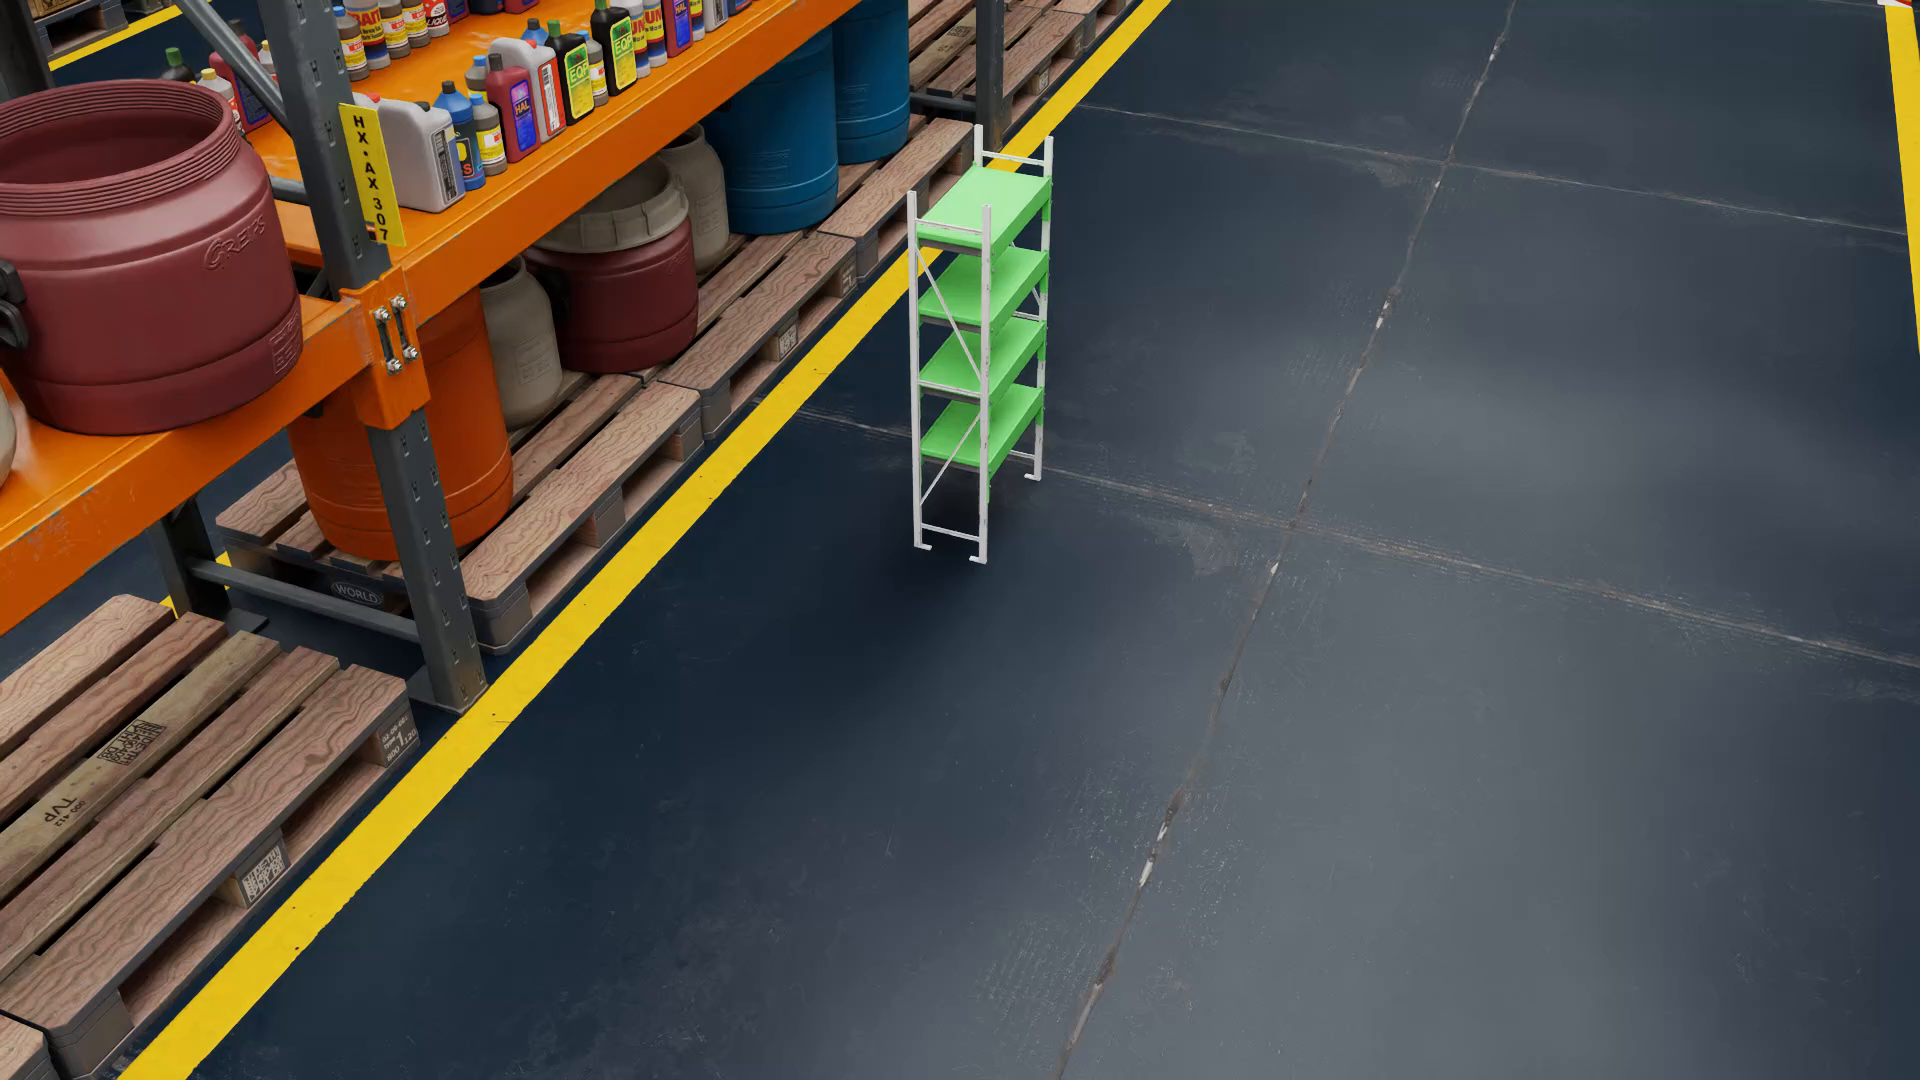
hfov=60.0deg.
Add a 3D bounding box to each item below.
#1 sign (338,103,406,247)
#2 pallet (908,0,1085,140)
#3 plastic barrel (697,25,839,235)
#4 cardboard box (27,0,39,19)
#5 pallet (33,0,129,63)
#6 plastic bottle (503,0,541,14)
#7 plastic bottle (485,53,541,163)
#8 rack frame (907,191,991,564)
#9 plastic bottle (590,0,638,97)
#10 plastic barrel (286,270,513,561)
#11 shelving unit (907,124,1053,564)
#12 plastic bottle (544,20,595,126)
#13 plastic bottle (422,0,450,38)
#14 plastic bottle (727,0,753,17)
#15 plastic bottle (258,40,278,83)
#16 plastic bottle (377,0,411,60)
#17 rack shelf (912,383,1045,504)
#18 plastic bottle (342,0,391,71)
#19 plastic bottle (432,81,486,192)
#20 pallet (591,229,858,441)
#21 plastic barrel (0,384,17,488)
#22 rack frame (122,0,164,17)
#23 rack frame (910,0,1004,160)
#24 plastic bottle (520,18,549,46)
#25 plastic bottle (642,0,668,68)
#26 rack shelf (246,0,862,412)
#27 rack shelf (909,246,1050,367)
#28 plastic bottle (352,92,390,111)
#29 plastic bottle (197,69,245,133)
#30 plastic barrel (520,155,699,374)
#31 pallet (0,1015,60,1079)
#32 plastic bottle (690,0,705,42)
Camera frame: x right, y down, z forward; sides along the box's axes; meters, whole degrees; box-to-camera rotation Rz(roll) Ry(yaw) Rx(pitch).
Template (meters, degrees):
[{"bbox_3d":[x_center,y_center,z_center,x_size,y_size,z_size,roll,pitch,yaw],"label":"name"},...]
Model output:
[{"bbox_3d":[-1.301,-0.805,3.685,0.100,0.325,0.005,14,39,18],"label":"sign"},{"bbox_3d":[-0.047,-2.375,8.251,1.003,0.211,1.213,14,39,18],"label":"pallet"},{"bbox_3d":[-0.783,-1.714,6.439,0.600,0.901,0.708,14,39,18],"label":"plastic barrel"},{"bbox_3d":[-4.989,-2.771,8.172,0.500,0.500,0.500,14,39,18],"label":"cardboard box"},{"bbox_3d":[-5.144,-2.630,8.592,1.003,0.211,1.213,14,39,18],"label":"pallet"},{"bbox_3d":[-1.415,-1.838,5.300,0.061,0.283,0.133,14,39,18],"label":"plastic bottle"},{"bbox_3d":[-1.182,-1.152,4.383,0.061,0.283,0.133,14,39,18],"label":"plastic bottle"},{"bbox_3d":[-0.030,-0.437,4.833,0.240,1.200,0.015,14,39,18],"label":"rack frame"},{"bbox_3d":[-0.992,-1.428,4.752,0.061,0.283,0.133,14,39,18],"label":"plastic bottle"},{"bbox_3d":[-1.642,-0.435,4.788,0.600,0.830,0.708,14,39,18],"label":"plastic barrel"},{"bbox_3d":[0.063,-0.572,5.013,0.258,1.200,0.503,14,39,18],"label":"shelving unit"},{"bbox_3d":[-1.080,-1.300,4.581,0.061,0.283,0.133,14,39,18],"label":"plastic bottle"},{"bbox_3d":[-1.645,-1.667,5.141,0.097,0.201,0.097,0,37,0],"label":"plastic bottle"},{"bbox_3d":[-0.757,-1.862,5.277,0.144,0.351,0.185,14,39,18],"label":"plastic bottle"},{"bbox_3d":[-1.905,-1.290,4.636,0.097,0.201,0.097,0,37,0],"label":"plastic bottle"},{"bbox_3d":[-1.719,-1.559,4.997,0.097,0.201,0.097,0,37,0],"label":"plastic bottle"},{"bbox_3d":[0.063,-0.329,5.195,0.258,0.148,0.480,14,39,18],"label":"rack shelf"},{"bbox_3d":[-1.756,-1.534,4.904,0.097,0.271,0.097,0,37,0],"label":"plastic bottle"},{"bbox_3d":[-1.280,-1.033,4.234,0.097,0.271,0.097,0,37,0],"label":"plastic bottle"},{"bbox_3d":[-1.085,-0.863,6.228,1.003,0.211,1.213,14,39,18],"label":"pallet"},{"bbox_3d":[-2.006,-0.287,3.036,0.421,0.512,0.421,0,37,0],"label":"plastic barrel"},{"bbox_3d":[-4.870,-4.206,8.372,1.000,3.000,0.127,14,39,18],"label":"rack frame"},{"bbox_3d":[-0.291,-3.076,6.859,1.000,3.000,0.127,14,39,18],"label":"rack frame"},{"bbox_3d":[-1.160,-1.303,4.596,0.097,0.271,0.097,0,37,0],"label":"plastic bottle"},{"bbox_3d":[-0.928,-1.545,4.919,0.097,0.271,0.097,0,37,0],"label":"plastic bottle"},{"bbox_3d":[-1.052,-1.680,5.593,1.077,0.370,4.000,14,39,18],"label":"rack shelf"},{"bbox_3d":[0.063,-0.713,4.908,0.258,0.148,0.480,14,39,18],"label":"rack shelf"},{"bbox_3d":[-1.490,-1.012,4.202,0.152,0.276,0.135,14,39,18],"label":"plastic bottle"},{"bbox_3d":[-1.992,-1.162,4.465,0.097,0.201,0.097,0,37,0],"label":"plastic bottle"},{"bbox_3d":[-1.212,-0.963,5.697,0.600,0.588,0.708,14,39,18],"label":"plastic barrel"},{"bbox_3d":[-2.609,1.349,3.269,1.003,0.211,1.213,14,39,18],"label":"pallet"},{"bbox_3d":[-0.840,-1.673,5.090,0.097,0.271,0.097,0,37,0],"label":"plastic bottle"}]
